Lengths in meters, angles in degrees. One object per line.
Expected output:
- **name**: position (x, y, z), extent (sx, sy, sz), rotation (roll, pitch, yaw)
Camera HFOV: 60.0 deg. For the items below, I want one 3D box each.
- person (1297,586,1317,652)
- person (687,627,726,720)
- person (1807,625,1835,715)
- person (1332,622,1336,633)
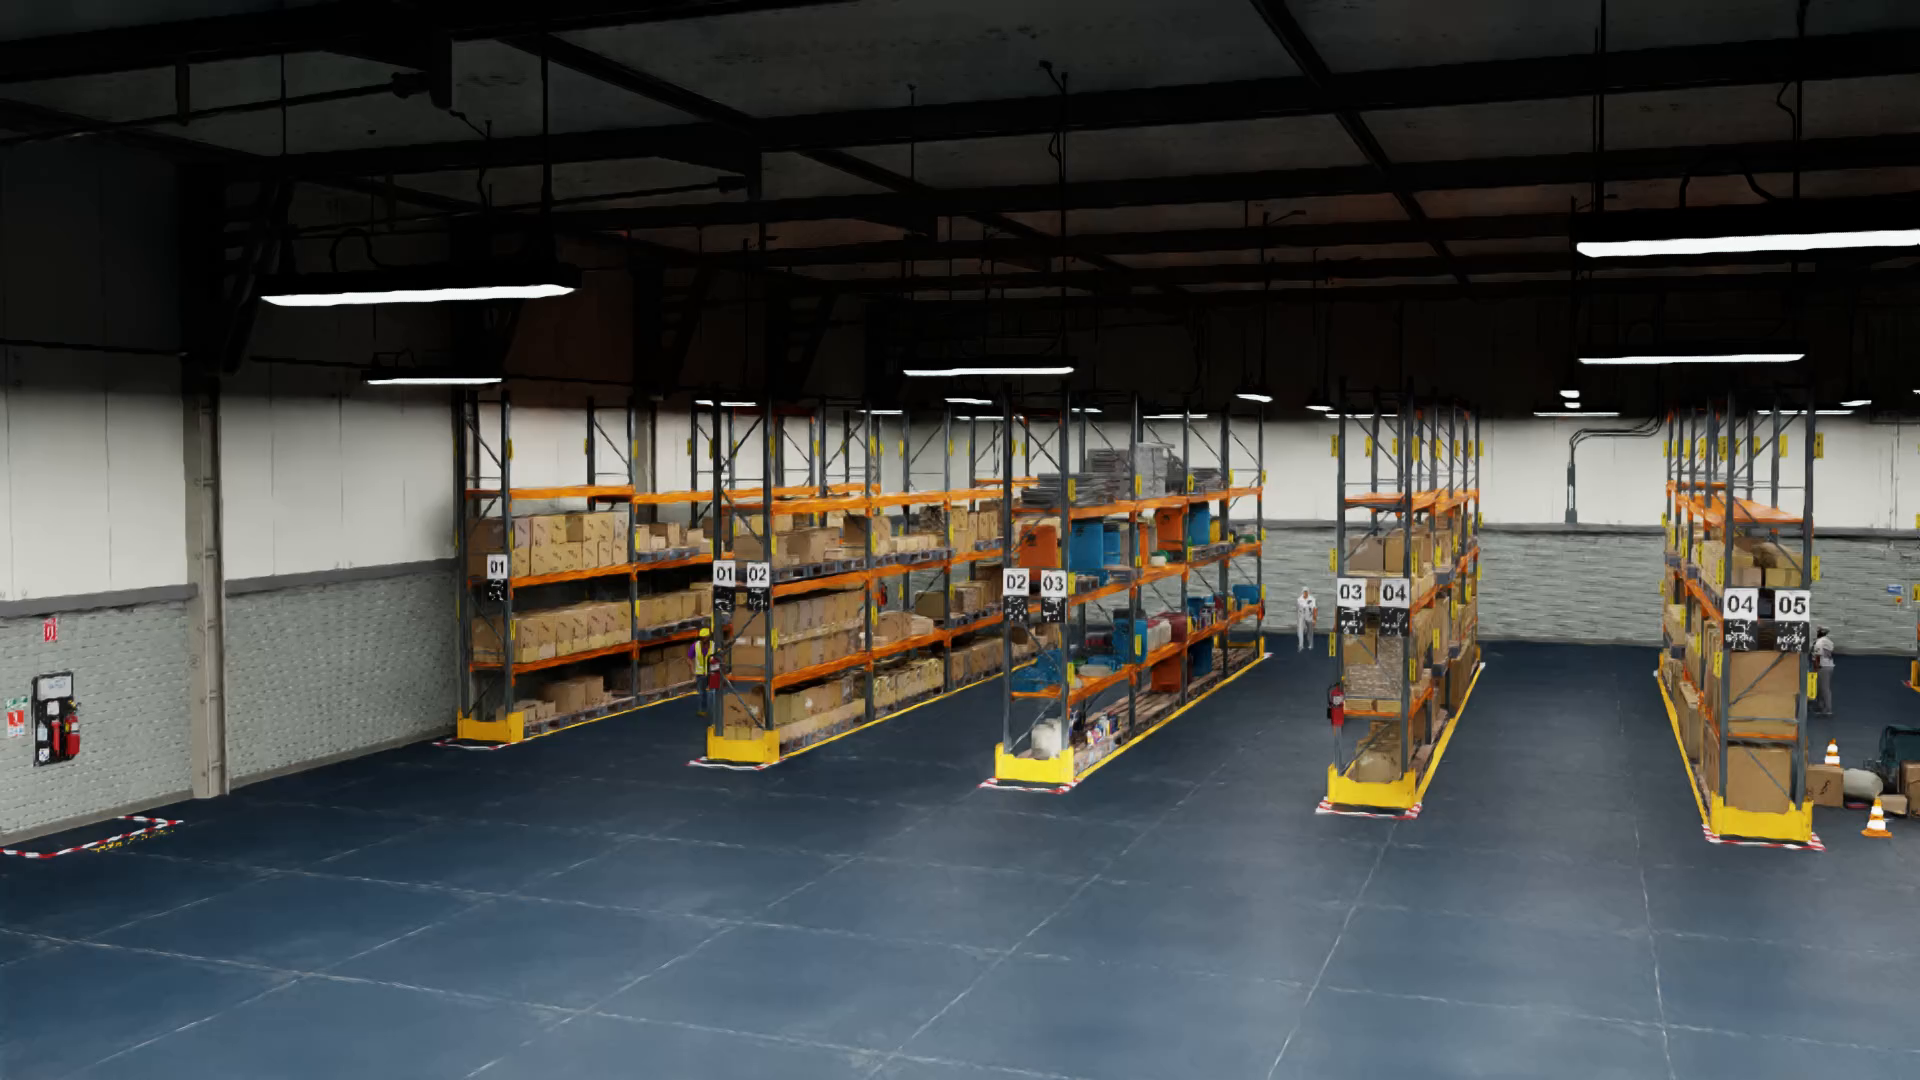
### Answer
- **person**: position (8.563, 1.935, 41.050), extent (0.484, 1.605, 1.000), rotation (1, 3, 19)
- **person**: position (-4.682, 2.452, 30.773), extent (0.710, 1.703, 0.836), rotation (0, 3, 4)
- **person**: position (16.221, 2.432, 31.317), extent (0.574, 1.664, 0.543), rotation (-3, 4, -40)
- **person**: position (8.150, 2.227, 34.766), extent (0.729, 1.733, 0.546), rotation (1, 3, 19)
